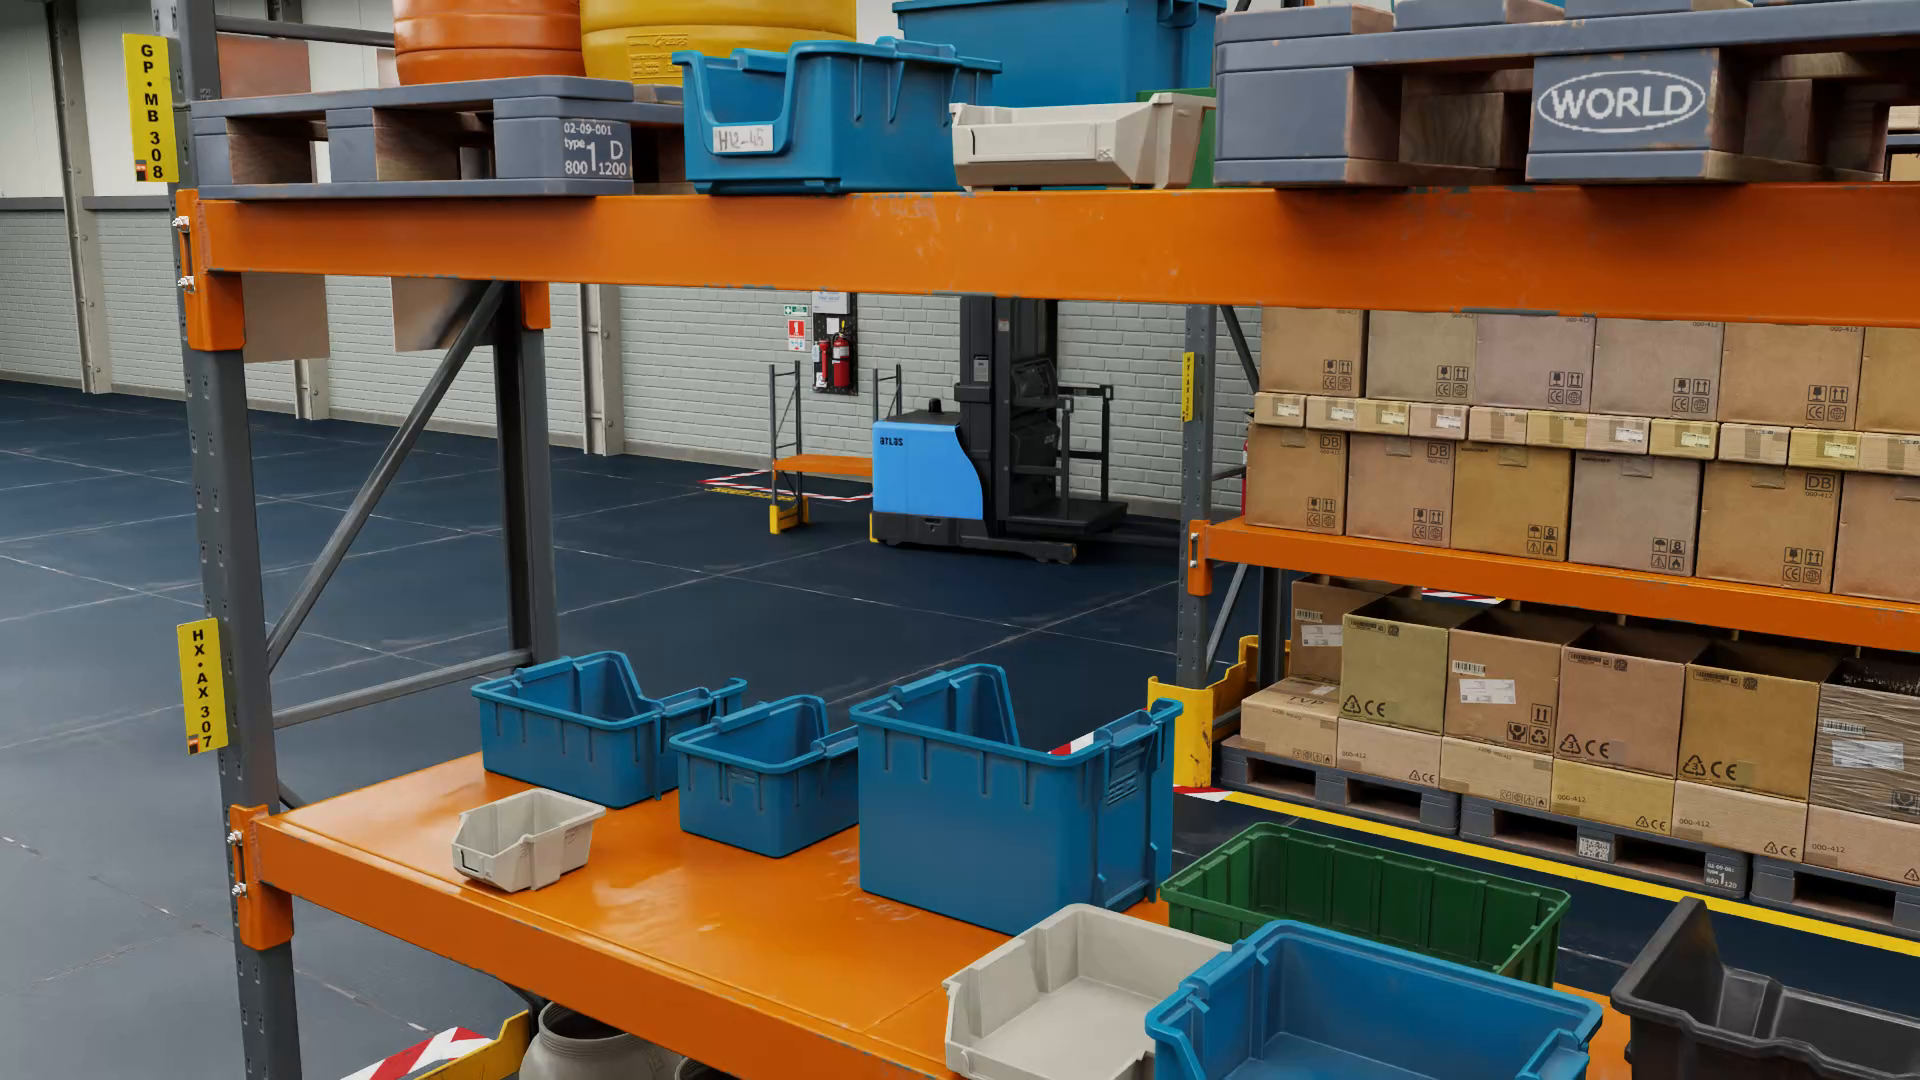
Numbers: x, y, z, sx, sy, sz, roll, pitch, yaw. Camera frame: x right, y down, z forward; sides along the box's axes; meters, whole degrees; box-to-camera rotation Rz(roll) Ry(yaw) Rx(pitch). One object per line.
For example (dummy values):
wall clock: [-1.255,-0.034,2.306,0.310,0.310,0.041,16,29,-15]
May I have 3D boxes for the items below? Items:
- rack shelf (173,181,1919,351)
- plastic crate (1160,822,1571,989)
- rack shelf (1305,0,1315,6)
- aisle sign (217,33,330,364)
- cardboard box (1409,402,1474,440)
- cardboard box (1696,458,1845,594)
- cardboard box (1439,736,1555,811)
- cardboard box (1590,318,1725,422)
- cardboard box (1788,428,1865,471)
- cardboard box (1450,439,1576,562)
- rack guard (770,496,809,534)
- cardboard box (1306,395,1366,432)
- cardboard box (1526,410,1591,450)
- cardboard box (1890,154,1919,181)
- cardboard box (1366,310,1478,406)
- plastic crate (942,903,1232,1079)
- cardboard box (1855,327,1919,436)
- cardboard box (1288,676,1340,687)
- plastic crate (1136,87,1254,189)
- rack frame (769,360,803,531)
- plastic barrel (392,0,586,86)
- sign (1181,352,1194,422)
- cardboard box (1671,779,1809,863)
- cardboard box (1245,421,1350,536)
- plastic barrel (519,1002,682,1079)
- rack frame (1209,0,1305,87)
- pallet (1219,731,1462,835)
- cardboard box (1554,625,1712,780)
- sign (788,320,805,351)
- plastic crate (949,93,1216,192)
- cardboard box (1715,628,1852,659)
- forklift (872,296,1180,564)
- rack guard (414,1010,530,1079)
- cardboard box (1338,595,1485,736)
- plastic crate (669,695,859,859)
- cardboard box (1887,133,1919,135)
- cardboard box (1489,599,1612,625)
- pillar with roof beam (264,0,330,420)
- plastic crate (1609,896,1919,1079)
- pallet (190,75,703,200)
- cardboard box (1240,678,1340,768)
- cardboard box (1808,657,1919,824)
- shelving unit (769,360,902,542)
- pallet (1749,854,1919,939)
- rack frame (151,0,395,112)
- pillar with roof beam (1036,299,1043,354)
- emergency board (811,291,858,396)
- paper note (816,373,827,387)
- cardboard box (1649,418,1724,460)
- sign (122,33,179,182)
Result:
rack shelf: [0.094,-0.485,3.138,4.000,0.370,1.077,8,13,36]
plastic crate: [0.779,0.767,3.225,0.662,0.188,0.450,8,13,36]
rack shelf: [3.029,-2.520,6.809,4.000,0.370,1.077,8,13,36]
aisle sign: [-1.750,-0.830,4.080,0.004,0.787,0.394,8,13,36]
cardboard box: [2.222,-0.553,7.519,0.250,0.149,0.380,8,13,35]
cardboard box: [3.448,-0.112,6.950,0.500,0.500,0.700,8,14,36]
cardboard box: [2.525,1.001,7.590,0.500,0.250,0.500,8,13,36]
cardboard box: [3.066,-0.803,7.105,0.500,0.500,0.700,8,14,36]
cardboard box: [3.475,-0.379,6.620,0.250,0.149,0.380,8,13,35]
cardboard box: [2.608,-0.228,7.549,0.500,0.500,0.700,8,14,36]
rack guard: [-1.543,-0.231,15.067,0.087,0.250,0.587,5,12,23]
cardboard box: [1.820,-0.610,7.814,0.250,0.149,0.380,8,13,34]
cardboard box: [2.645,-0.495,7.218,0.250,0.149,0.380,8,13,35]
cardboard box: [6.147,-2.324,10.430,0.500,0.500,0.500,7,13,33]
cardboard box: [2.255,-0.916,7.689,0.500,0.500,0.700,8,13,34]
plastic crate: [0.247,0.845,2.961,0.437,0.136,0.530,8,13,36]
cardboard box: [3.871,-0.691,6.523,0.500,0.500,0.700,8,13,35]
cardboard box: [2.024,0.810,8.578,0.500,0.250,0.500,8,13,36]
plastic crate: [0.595,-0.729,3.060,0.450,0.188,0.336,8,13,36]
rack frame: [-1.561,-0.846,14.956,0.032,1.500,0.500,5,12,23]
plastic barrel: [-1.052,-1.445,3.970,0.708,0.830,0.600,8,13,36]
sign: [1.083,-0.728,7.909,0.005,0.325,0.100,8,13,36]
cardboard box: [3.329,1.114,7.005,0.500,0.250,0.500,8,13,36]
cardboard box: [1.785,-0.343,8.144,0.500,0.500,0.700,8,14,36]
plastic barrel: [-0.943,1.487,4.392,0.421,0.512,0.421,0,11,0]
rack frame: [1.416,-3.294,7.865,0.127,3.000,1.000,8,13,36]
pallet: [2.058,1.100,8.288,1.213,0.211,1.003,8,13,36]
cardboard box: [2.925,0.690,7.223,0.500,0.500,0.500,8,13,36]
sign: [-1.768,-2.215,17.987,0.234,0.329,0.001,8,13,36]
plastic crate: [0.173,-0.603,2.546,0.396,0.136,0.243,8,13,36]
cardboard box: [3.646,0.664,7.359,0.500,0.500,0.500,8,13,36]
forklift: [0.806,-1.357,13.825,3.031,2.935,1.130,5,12,23]
rack guard: [-1.429,1.638,4.748,0.348,0.500,1.175,8,13,36]
cardboard box: [2.121,0.577,7.808,0.500,0.500,0.500,8,13,36]
plastic crate: [-0.418,0.567,4.095,0.408,0.251,0.499,8,13,36]
cardboard box: [3.955,-1.761,6.596,0.500,0.311,0.500,7,13,32]
cardboard box: [2.840,0.552,7.939,0.500,0.500,0.500,8,13,36]
pillar with roof beam: [-11.634,-5.471,19.119,0.400,9.000,9.100,8,13,36]
plastic crate: [1.359,0.811,2.603,0.504,0.338,0.767,8,13,36]
pallet: [-0.910,-0.863,3.692,1.213,0.211,1.003,8,13,36]
cardboard box: [1.717,0.889,8.168,0.500,0.250,0.500,8,13,36]
cardboard box: [3.741,0.800,6.657,0.500,0.500,0.500,8,13,36]
shelving unit: [-1.088,-0.807,14.750,1.083,1.500,0.587,5,12,23]
pallet: [4.024,1.374,6.870,1.213,0.211,1.003,8,13,36]
rack frame: [-1.518,-2.536,3.947,0.127,3.000,1.000,8,13,36]
pillar with roof beam: [-1.962,-4.122,12.145,0.400,9.000,9.100,8,13,36]
emergency board: [-1.383,-2.119,17.588,0.643,1.169,0.194,8,13,36]
paper note: [-1.485,-1.717,17.829,0.142,0.148,0.016,8,13,36]
cardboard box: [3.056,-0.437,6.919,0.250,0.149,0.380,8,14,37]
sign: [-1.848,-0.984,3.799,0.005,0.325,0.100,8,13,36]
